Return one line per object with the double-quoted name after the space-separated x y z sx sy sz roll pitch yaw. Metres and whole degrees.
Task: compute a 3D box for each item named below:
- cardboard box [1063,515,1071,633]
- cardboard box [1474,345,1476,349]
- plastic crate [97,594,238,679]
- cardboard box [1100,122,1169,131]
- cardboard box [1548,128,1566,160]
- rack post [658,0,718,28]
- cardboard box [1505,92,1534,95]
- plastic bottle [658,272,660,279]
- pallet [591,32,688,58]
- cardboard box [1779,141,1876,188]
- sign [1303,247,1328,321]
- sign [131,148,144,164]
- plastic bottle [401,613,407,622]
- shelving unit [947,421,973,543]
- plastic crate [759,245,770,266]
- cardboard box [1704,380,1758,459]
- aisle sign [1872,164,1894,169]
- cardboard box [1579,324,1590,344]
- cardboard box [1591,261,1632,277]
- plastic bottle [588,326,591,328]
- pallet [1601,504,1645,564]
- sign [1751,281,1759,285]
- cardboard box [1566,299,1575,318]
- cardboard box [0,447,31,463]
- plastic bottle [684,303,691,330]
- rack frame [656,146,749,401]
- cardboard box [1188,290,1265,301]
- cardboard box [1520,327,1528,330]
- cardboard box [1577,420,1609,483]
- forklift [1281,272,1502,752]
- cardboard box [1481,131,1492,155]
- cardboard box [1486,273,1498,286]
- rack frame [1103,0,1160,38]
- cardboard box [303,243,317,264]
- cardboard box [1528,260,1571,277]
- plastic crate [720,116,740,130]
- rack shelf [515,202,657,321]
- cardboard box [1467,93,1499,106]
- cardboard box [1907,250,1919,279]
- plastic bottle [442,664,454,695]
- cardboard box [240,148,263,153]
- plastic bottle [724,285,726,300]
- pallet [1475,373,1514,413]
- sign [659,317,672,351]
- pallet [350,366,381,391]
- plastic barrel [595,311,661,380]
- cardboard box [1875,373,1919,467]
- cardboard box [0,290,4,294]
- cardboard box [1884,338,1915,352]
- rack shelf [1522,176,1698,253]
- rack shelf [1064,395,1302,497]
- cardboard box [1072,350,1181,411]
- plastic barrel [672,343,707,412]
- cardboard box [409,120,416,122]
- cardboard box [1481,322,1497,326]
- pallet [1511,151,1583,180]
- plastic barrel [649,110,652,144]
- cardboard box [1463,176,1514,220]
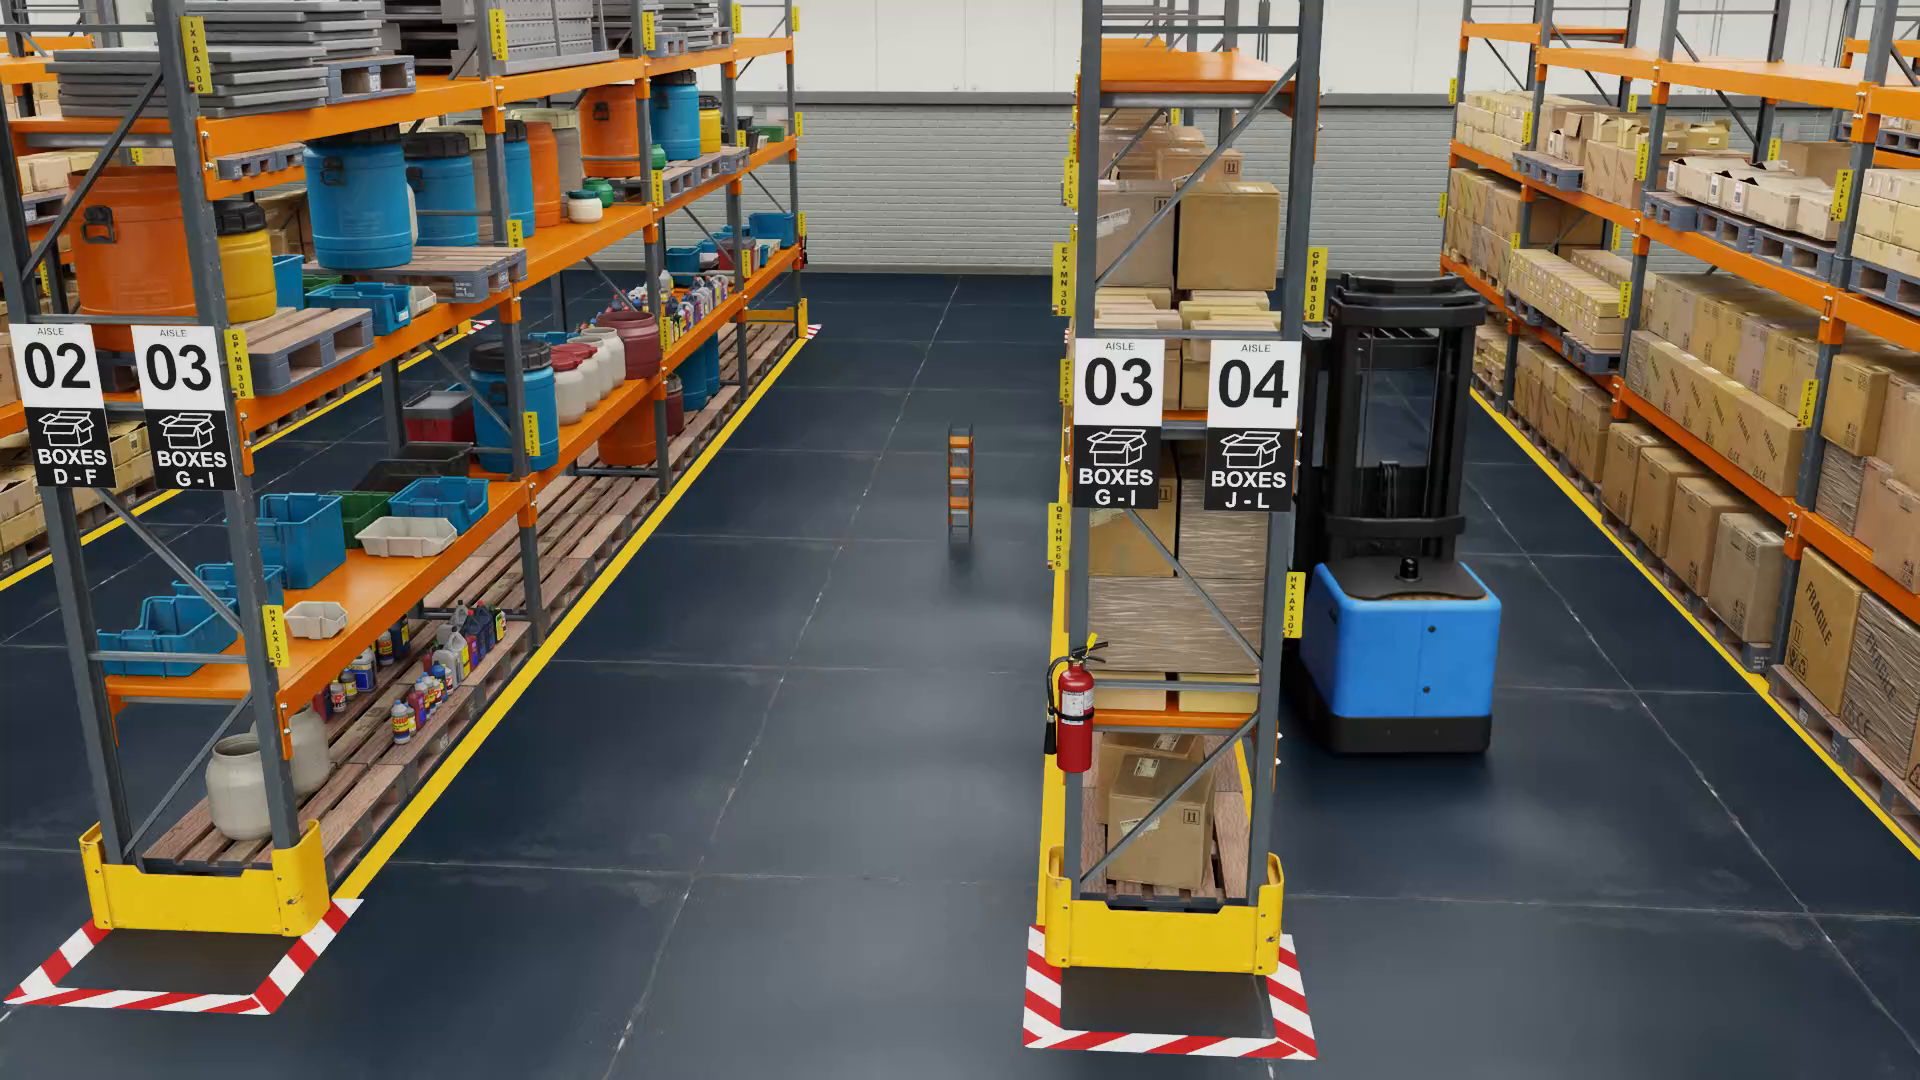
0.998 0.187 8.897 0.875 0.500 0.500 1 18 4 "cardboard box"
6.774 -2.544 21.295 0.380 0.149 0.250 2 18 7 "cardboard box"
-4.188 0.502 8.813 0.499 0.251 0.616 1 18 4 "plastic crate"
1.561 -3.646 15.575 0.797 0.503 0.637 2 18 7 "cardboard box"
6.543 -4.195 17.559 0.500 0.311 0.500 1 18 3 "cardboard box"
-3.156 -5.688 17.950 0.937 0.300 0.954 1 18 3 "rack post"
7.278 -5.720 21.542 0.380 0.149 0.250 2 18 5 "cardboard box"
-3.516 -2.974 19.369 0.061 0.283 0.133 1 18 4 "plastic bottle"
-3.269 -4.686 15.717 1.213 0.211 1.003 1 18 4 "pallet"
6.683 -2.812 12.876 0.500 0.500 0.500 1 18 4 "cardboard box"
1.556 -1.125 7.317 0.100 0.325 0.005 1 18 4 "sign"
-7.739 -3.697 15.613 0.100 0.325 0.005 1 18 4 "sign"
-3.988 0.625 11.853 0.061 0.283 0.133 1 18 4 "plastic bottle"
0.004 -0.516 14.810 0.215 1.050 0.252 1 18 4 "shelving unit"
-2.669 -3.681 21.513 0.416 0.233 0.300 1 18 4 "plastic crate"
6.085 -0.926 12.770 0.500 0.500 0.500 1 18 4 "cardboard box"
12.361 -5.295 22.090 0.394 0.787 0.004 1 18 4 "aisle sign"
6.125 -1.959 15.814 0.380 0.149 0.250 1 18 4 "cardboard box"
6.924 -2.870 17.637 0.380 0.149 0.250 1 18 4 "cardboard box"
-3.705 -2.039 16.648 0.097 0.201 0.097 0 18 0 "plastic bottle"
6.397 -0.070 14.798 1.003 0.211 1.213 1 18 4 "pallet"
7.083 -2.177 14.891 0.100 0.325 0.005 1 18 4 "sign"
6.162 -2.266 16.273 0.380 0.149 0.250 1 18 4 "cardboard box"
-8.690 -0.685 15.036 0.500 0.311 0.500 1 18 2 "cardboard box"
-2.880 -2.351 17.488 0.097 0.271 0.097 0 18 0 "plastic bottle"
-3.065 -3.134 19.669 1.000 3.000 0.127 1 18 4 "rack frame"
1.388 -1.238 8.667 0.380 0.149 0.250 1 18 4 "cardboard box"
7.184 -2.596 20.976 0.380 0.149 0.250 1 18 4 "cardboard box"
6.315 -0.860 16.072 0.500 0.500 0.500 1 18 4 "cardboard box"
2.849 -0.447 11.579 1.130 2.935 3.031 0 18 -1 "forklift"
6.701 -4.860 20.361 0.500 0.250 0.500 1 18 4 "cardboard box"
6.624 -3.184 20.227 0.380 0.149 0.250 1 18 2 "cardboard box"
2.162 -7.116 22.189 1.000 3.000 0.127 1 18 4 "rack frame"
-7.697 -3.445 20.459 0.500 0.500 0.500 2 18 5 "cardboard box"
6.273 -2.888 17.693 0.380 0.149 0.250 1 18 3 "cardboard box"
-3.162 -5.303 21.573 0.504 0.338 0.767 1 18 4 "plastic crate"
-3.495 -2.354 13.627 1.077 0.370 4.000 1 18 4 "rack shelf"
6.723 -5.647 21.321 0.380 0.149 0.250 1 18 4 "cardboard box"
5.823 -1.608 9.765 0.380 0.149 0.250 1 18 3 "cardboard box"
-3.431 0.926 11.068 0.097 0.201 0.097 0 18 0 "plastic bottle"
-8.140 -4.602 18.339 0.600 0.600 0.600 1 18 3 "cardboard box"
-2.752 -2.873 19.192 0.097 0.201 0.097 0 18 0 "plastic bottle"
6.828 -1.765 19.971 1.003 0.211 1.213 1 18 4 "pallet"
-2.802 -1.959 15.821 0.100 0.325 0.005 1 18 4 "sign"
-7.955 -2.133 21.095 1.003 0.211 1.213 1 18 4 "pallet"
-3.083 -1.805 15.396 0.600 0.536 0.708 1 18 4 "plastic barrel"
6.258 -0.693 10.247 0.875 0.550 0.550 1 18 4 "cardboard box"
-12.908 -3.268 22.378 0.380 0.149 0.250 1 18 3 "cardboard box"
11.976 -2.254 20.426 0.875 0.438 0.875 1 18 2 "cardboard box"
6.672 -3.343 16.647 1.077 0.370 4.000 1 18 4 "rack shelf"
1.159 -1.001 9.498 1.077 0.370 4.000 1 18 4 "rack shelf"
0.796 -0.806 7.988 0.500 0.250 0.500 2 18 5 "cardboard box"
-3.171 -1.947 18.745 0.600 0.901 0.708 1 18 4 "plastic barrel"
-7.536 -5.759 22.301 0.500 0.250 0.500 1 18 4 "cardboard box"
6.651 -2.686 21.253 0.380 0.149 0.250 2 18 5 "cardboard box"
6.665 -4.028 17.882 1.213 0.211 1.003 1 18 4 "pallet"
-3.375 -4.135 17.015 0.433 0.535 0.433 0 18 0 "plastic barrel"
6.716 -4.336 21.094 0.500 0.500 0.500 1 18 3 "cardboard box"
